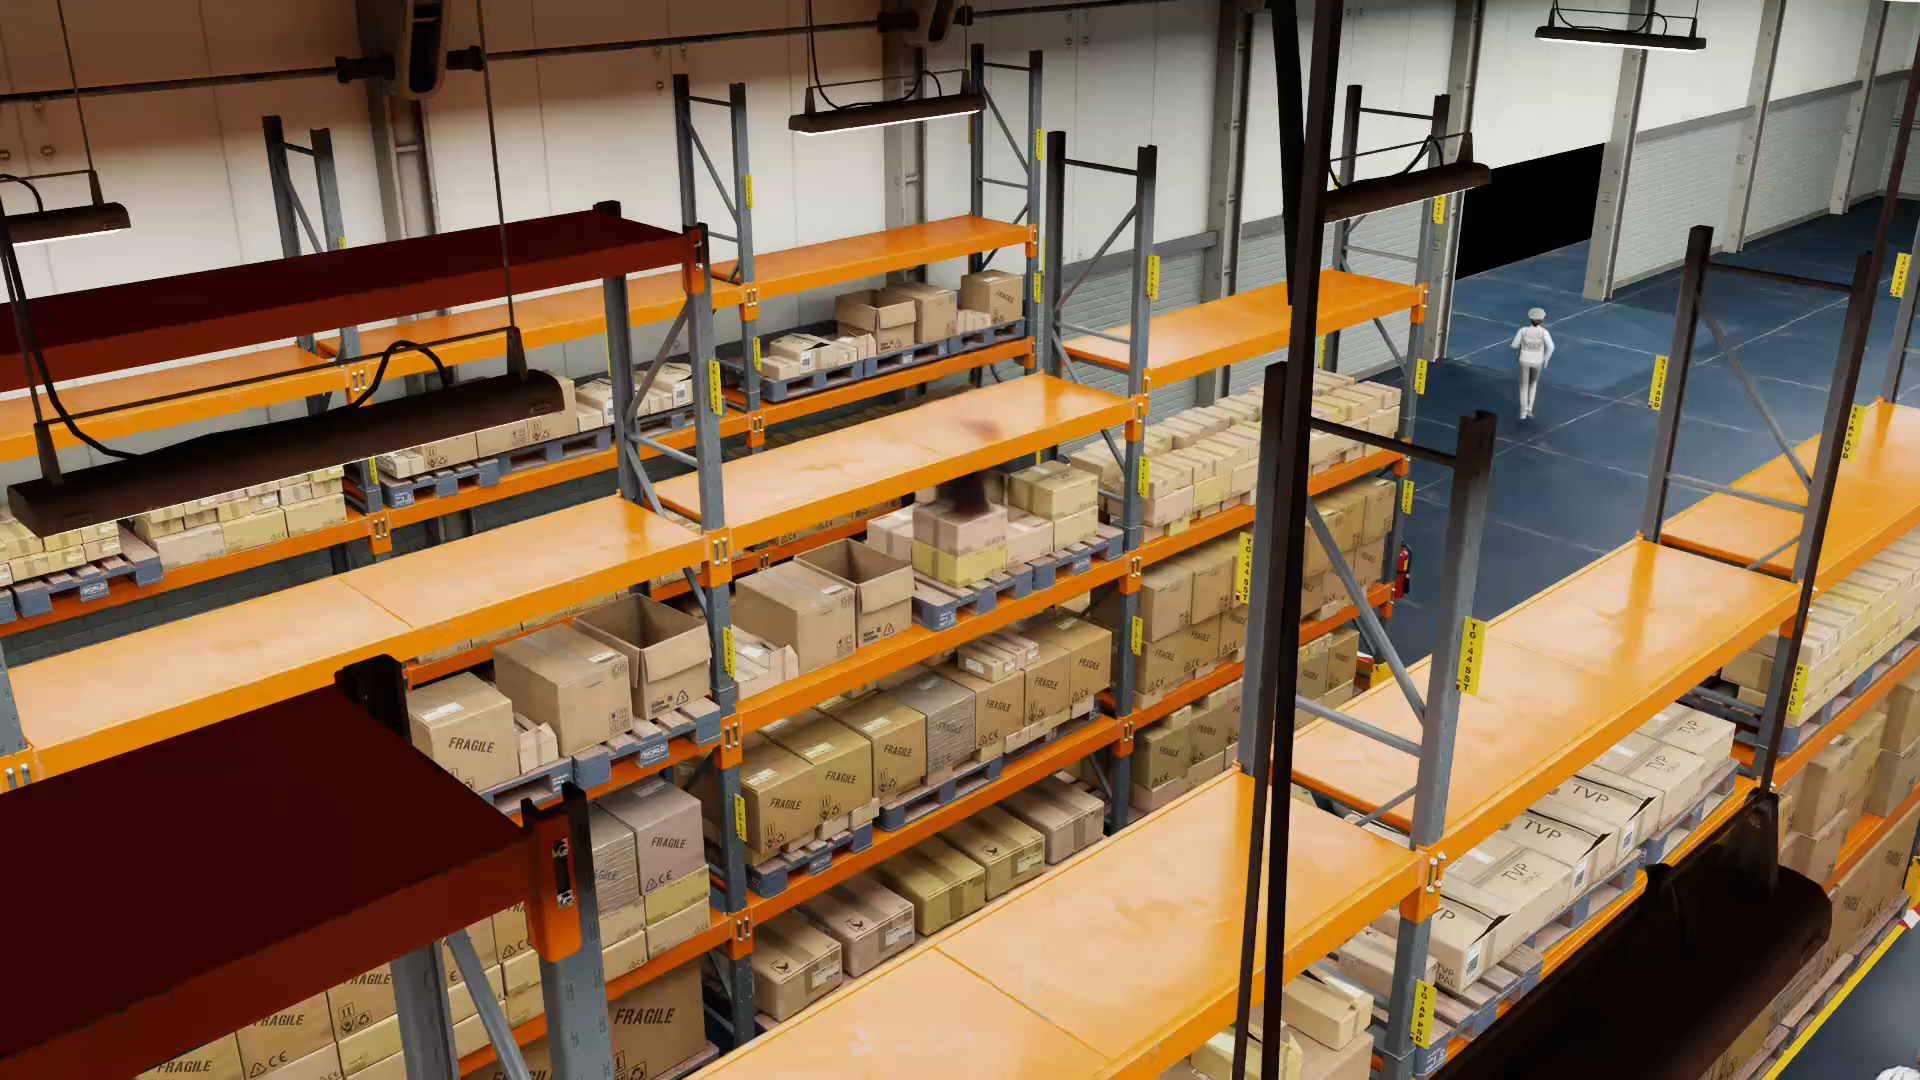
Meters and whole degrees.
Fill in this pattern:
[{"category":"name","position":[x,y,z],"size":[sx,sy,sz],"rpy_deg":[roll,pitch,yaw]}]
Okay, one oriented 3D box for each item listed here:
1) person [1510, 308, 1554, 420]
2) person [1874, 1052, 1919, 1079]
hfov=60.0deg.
[{"category":"person","position":[8.551,-2.605,24.983],"size":[0.597,1.748,0.757],"rpy_deg":[5,23,12]},{"category":"person","position":[5.557,3.654,9.778],"size":[0.599,1.668,0.937],"rpy_deg":[20,30,40]}]
